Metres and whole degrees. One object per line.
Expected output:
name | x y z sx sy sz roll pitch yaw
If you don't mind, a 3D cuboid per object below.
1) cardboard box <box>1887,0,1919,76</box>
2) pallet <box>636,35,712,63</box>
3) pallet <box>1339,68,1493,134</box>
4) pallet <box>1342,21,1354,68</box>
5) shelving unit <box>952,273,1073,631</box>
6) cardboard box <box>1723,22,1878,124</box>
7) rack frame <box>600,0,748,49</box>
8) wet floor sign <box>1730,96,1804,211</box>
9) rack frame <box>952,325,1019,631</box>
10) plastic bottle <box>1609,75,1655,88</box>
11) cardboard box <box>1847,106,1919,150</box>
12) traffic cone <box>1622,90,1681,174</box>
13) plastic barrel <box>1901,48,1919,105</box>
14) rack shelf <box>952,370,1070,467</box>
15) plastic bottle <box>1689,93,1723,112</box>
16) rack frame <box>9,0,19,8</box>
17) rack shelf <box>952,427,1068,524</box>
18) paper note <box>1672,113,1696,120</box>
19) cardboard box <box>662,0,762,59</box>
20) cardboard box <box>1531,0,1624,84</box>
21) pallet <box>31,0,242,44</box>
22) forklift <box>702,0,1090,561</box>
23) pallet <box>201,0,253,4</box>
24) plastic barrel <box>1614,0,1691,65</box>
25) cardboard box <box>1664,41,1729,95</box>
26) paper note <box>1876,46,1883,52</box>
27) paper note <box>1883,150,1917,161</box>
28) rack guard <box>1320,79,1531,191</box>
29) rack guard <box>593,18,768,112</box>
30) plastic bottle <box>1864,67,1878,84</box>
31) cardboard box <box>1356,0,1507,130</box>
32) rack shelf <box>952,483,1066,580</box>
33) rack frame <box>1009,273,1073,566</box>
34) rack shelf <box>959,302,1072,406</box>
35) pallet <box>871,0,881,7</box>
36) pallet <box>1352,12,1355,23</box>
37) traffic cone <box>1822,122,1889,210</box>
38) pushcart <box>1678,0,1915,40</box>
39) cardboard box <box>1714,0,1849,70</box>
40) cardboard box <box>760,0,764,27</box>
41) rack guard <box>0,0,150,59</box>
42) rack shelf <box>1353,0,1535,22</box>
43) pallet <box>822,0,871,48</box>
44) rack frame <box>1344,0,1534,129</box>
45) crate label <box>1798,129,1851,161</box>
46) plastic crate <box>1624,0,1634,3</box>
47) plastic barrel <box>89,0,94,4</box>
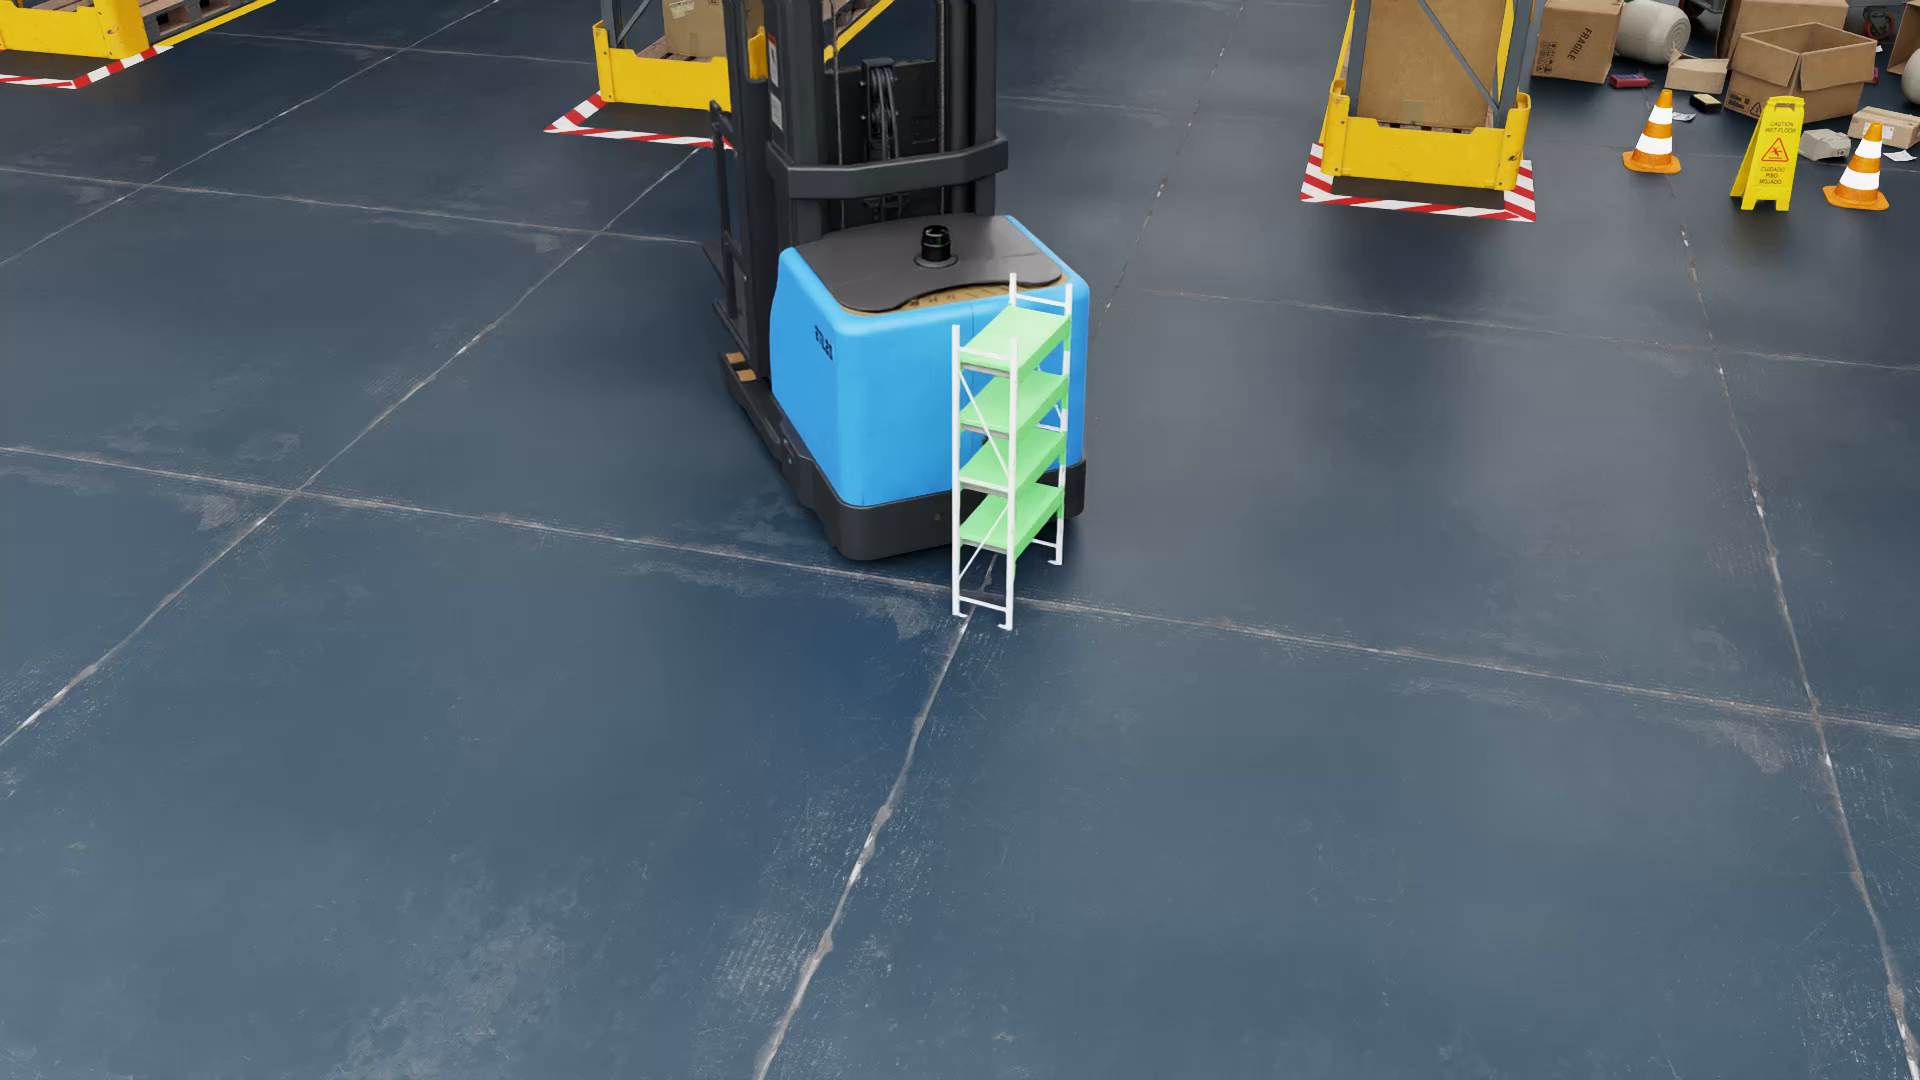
cardboard box | 7.089 -3.587 11.924 0.500 0.500 0.500 -21 38 -29
pallet | -1.664 -3.564 12.160 1.003 0.211 1.213 8 33 12
pallet | 2.975 -2.806 10.967 1.003 0.211 1.213 8 33 12
pallet | 3.287 -3.437 11.960 1.003 0.211 1.213 8 33 12
shelving unit | 0.189 -0.316 6.128 0.258 1.200 0.503 14 35 21
cardboard box | 5.658 -3.138 11.218 0.797 0.503 0.637 -14 35 -21
rack frame | -1.924 -4.285 10.694 1.000 3.000 0.127 8 33 12
wet floor sign | 4.756 -2.279 9.733 0.267 0.644 0.232 3 33 4
rack frame | 0.085 -0.197 5.942 0.240 1.200 0.015 14 35 21
plastic bottle | 4.783 -3.265 11.828 0.283 0.061 0.133 -3 33 -4
cardboard box | 6.040 -2.687 10.839 0.380 0.149 0.250 28 42 36
traffic cone | 4.356 -2.569 10.359 0.336 0.463 0.334 8 33 12
plastic barrel | 6.721 -3.126 11.273 0.421 0.421 0.512 -21 38 -29
rack shelf | 0.189 -0.464 6.034 0.258 0.148 0.480 14 35 21
plastic bottle | 5.114 -3.015 11.436 0.133 0.061 0.283 -3 33 -4
rack frame | -6.715 -4.959 11.755 1.000 3.000 0.127 8 33 12
rack shelf | 0.189 -0.262 6.163 0.258 0.148 0.480 14 35 21
paper note | 4.877 -2.864 11.229 0.144 0.017 0.142 20 38 29
cardboard box | -1.749 -3.729 11.758 0.500 0.500 0.500 14 35 21
cardboard box | 4.462 -3.634 11.998 0.500 0.500 0.500 14 35 21
pallet | -6.530 -4.249 13.237 1.003 0.211 1.213 8 33 12
forklift | -0.499 -1.937 7.065 1.130 2.935 3.031 -12 34 -18
pallet | -6.218 -4.880 14.230 1.003 0.211 1.213 8 33 12
plastic barrel | 5.059 -3.748 12.251 0.421 0.421 0.512 -21 38 -29
cardboard box | 5.208 -3.336 11.751 0.396 0.266 0.258 14 35 21
paper note | 6.892 -3.716 12.566 0.148 0.019 0.142 8 33 12
paper note | 5.976 -2.444 10.566 0.148 0.019 0.142 -3 33 -4
rack guard | 2.842 -2.490 10.200 1.175 0.500 0.348 8 33 12
rack guard | -1.905 -3.269 11.427 1.175 0.500 0.348 8 33 12
plastic bottle | 6.535 -3.357 11.974 0.133 0.061 0.283 14 35 21
cardboard box | 2.956 -3.199 10.574 0.875 0.875 0.875 8 33 13
rack shelf | 0.189 -0.059 6.291 0.258 0.148 0.480 14 35 21
rack frame | 0.293 -0.434 6.315 0.240 1.200 0.015 14 35 21
rack shelf | 0.189 -0.667 5.905 0.258 0.148 0.480 14 35 21
pallet | -1.045 -4.830 14.152 1.003 0.211 1.213 8 33 12
pallet | 3.594 -4.072 12.959 1.003 0.211 1.213 8 33 12
traffic cone | 5.363 -2.239 9.840 0.336 0.463 0.334 8 33 12
pushcart | 6.459 -4.189 12.988 1.648 0.377 0.936 -3 33 -4
cardboard box | 5.888 -3.682 11.946 0.797 0.637 0.503 8 33 12
cardboard box | -1.631 -4.044 12.254 0.500 0.500 0.500 17 36 25
rack guard | -6.741 -3.950 12.498 1.175 0.500 0.348 8 33 12
rack shelf | 3.355 -4.291 11.375 1.077 0.370 4.000 8 33 12
pallet | -1.353 -4.195 13.153 1.003 0.211 1.213 8 33 12
rack frame | 2.848 -3.557 9.549 1.000 3.000 0.127 8 33 12
crate label | 5.502 -2.517 10.582 0.250 0.136 0.298 -8 33 -13
plastic crate | 5.086 -4.202 13.131 0.662 0.188 0.450 -28 32 -37
plastic barrel | -6.622 -4.438 12.863 0.421 0.512 0.421 0 32 0
